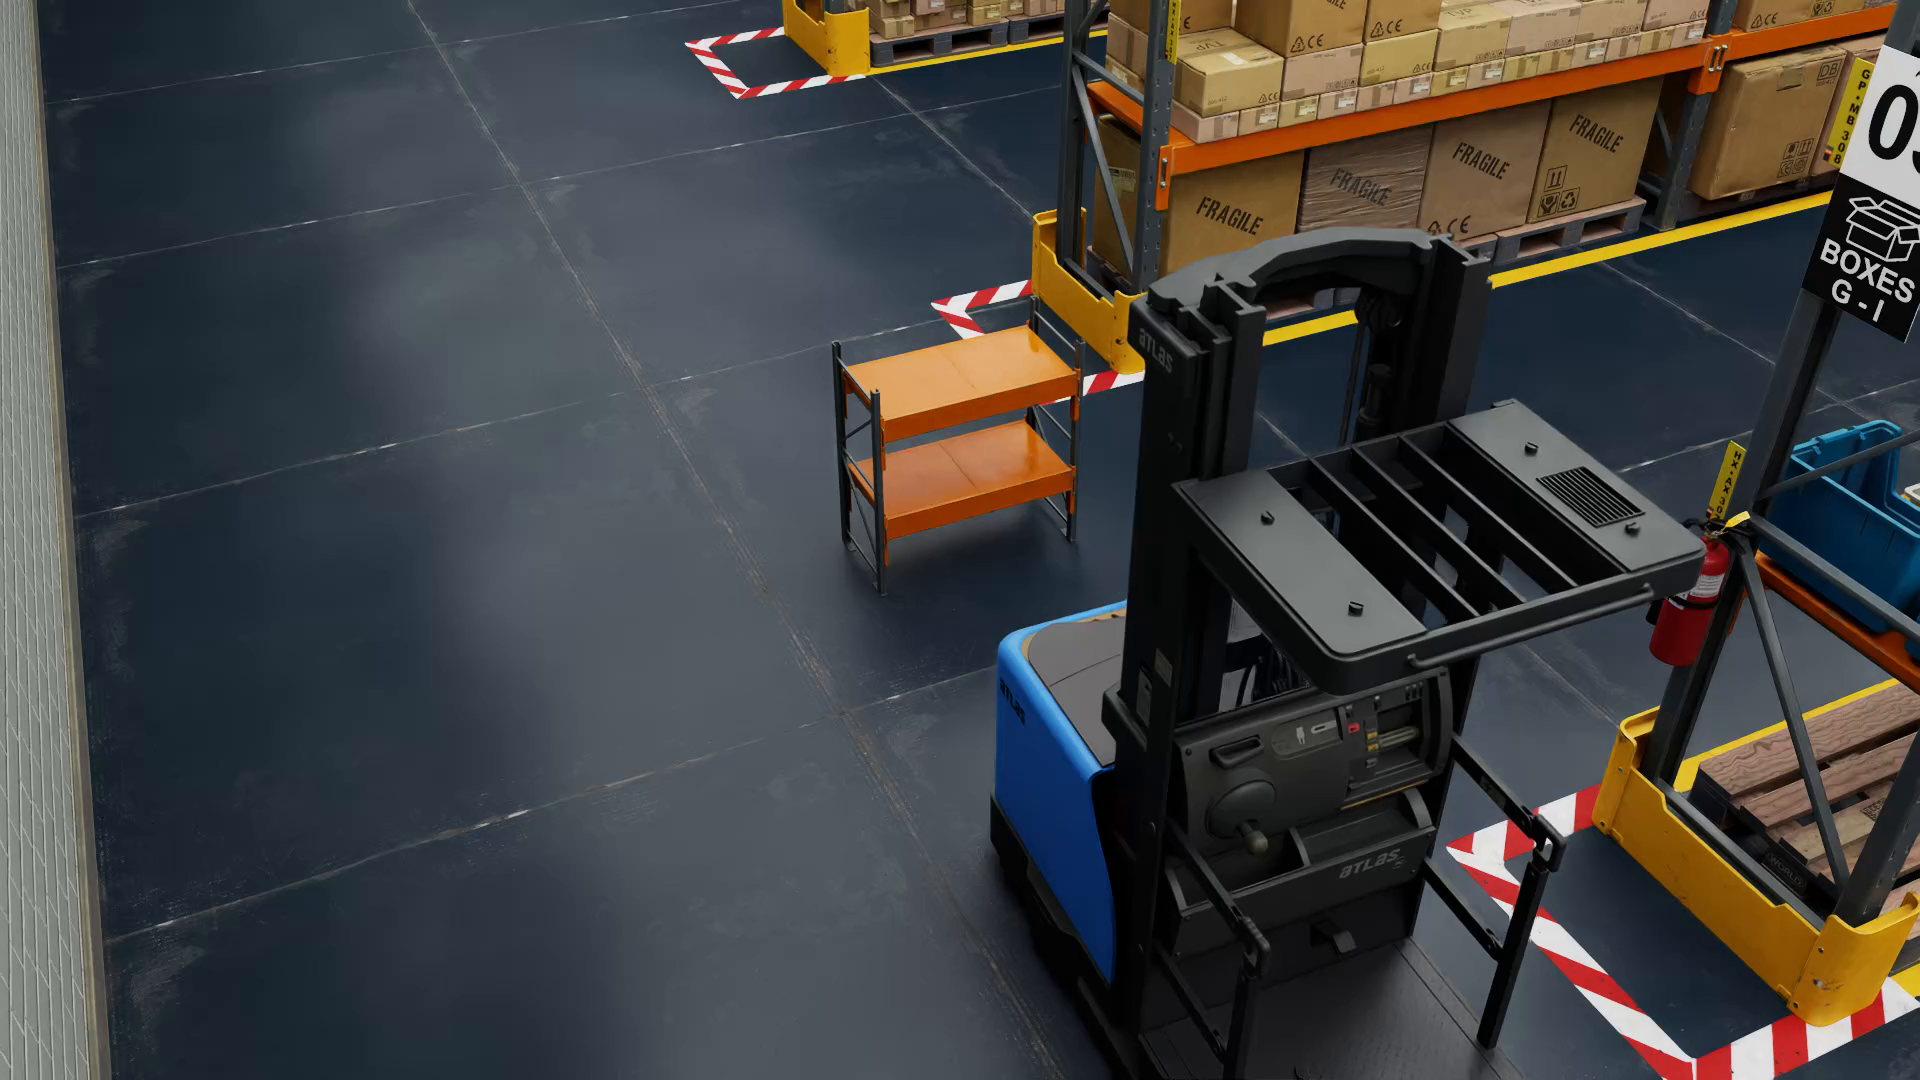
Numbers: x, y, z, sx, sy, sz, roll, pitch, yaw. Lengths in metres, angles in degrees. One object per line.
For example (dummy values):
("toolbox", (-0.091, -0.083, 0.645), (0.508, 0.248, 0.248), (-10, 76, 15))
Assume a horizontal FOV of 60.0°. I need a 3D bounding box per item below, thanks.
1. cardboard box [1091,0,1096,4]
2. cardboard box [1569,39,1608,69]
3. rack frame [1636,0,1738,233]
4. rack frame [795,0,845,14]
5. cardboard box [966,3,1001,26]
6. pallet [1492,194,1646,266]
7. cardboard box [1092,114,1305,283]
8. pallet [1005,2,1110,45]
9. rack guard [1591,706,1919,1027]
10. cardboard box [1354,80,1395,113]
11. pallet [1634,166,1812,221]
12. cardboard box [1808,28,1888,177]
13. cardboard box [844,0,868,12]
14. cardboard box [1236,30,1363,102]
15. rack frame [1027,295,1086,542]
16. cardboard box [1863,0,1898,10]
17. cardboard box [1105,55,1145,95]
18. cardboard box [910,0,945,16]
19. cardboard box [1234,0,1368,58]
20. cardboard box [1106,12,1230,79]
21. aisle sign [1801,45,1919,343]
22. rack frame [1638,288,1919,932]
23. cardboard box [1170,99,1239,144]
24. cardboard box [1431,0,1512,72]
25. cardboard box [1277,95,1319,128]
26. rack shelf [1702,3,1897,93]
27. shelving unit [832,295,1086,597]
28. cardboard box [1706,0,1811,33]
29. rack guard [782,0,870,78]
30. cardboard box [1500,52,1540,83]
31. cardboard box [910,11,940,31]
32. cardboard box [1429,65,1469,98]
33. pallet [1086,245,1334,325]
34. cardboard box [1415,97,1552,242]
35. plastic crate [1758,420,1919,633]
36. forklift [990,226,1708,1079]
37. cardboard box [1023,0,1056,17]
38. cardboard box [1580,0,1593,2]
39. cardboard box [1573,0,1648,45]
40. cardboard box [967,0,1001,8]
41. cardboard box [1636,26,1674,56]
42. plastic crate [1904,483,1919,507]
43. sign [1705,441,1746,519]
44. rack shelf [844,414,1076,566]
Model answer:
("cardboard box", (1.041, -4.664, 14.061), (0.250, 0.149, 0.380), (-15, 39, -19))
("cardboard box", (3.633, -2.965, 9.940), (0.250, 0.149, 0.380), (-15, 39, -19))
("rack frame", (4.469, -3.515, 10.471), (0.127, 3.000, 1.000), (-16, 39, -20))
("rack frame", (-1.168, -5.203, 12.746), (0.127, 3.000, 1.000), (-16, 39, -20))
("cardboard box", (0.144, -4.369, 13.663), (0.250, 0.149, 0.380), (-15, 39, -19))
("pallet", (3.747, -2.244, 11.099), (1.213, 0.211, 1.003), (-16, 39, -20))
("cardboard box", (1.393, -2.023, 9.890), (0.875, 0.875, 0.875), (-16, 39, -20))
("pallet", (0.754, -4.595, 14.268), (1.213, 0.211, 1.003), (-16, 39, -20))
("rack guard", (2.936, 1.186, 6.231), (0.348, 0.500, 1.175), (-16, 39, -20))
("cardboard box", (2.238, -2.574, 9.414), (0.250, 0.149, 0.380), (-16, 40, -21))
("pallet", (5.135, -2.631, 11.620), (1.213, 0.211, 1.003), (-16, 39, -20))
("cardboard box", (5.848, -3.229, 11.517), (0.875, 0.875, 1.225), (-17, 40, -21))
("cardboard box", (-0.781, -4.472, 13.802), (0.250, 0.149, 0.380), (-15, 39, -19))
("cardboard box", (1.865, -2.672, 9.211), (0.500, 0.250, 0.500), (-16, 39, -20))
("rack frame", (0.454, -0.579, 8.086), (0.032, 1.125, 0.500), (-16, 39, -20))
("cardboard box", (5.899, -3.791, 10.759), (0.500, 0.500, 0.500), (-17, 40, -21))
("cardboard box", (1.030, -2.669, 9.541), (0.250, 0.149, 0.380), (-15, 39, -19))
("cardboard box", (-0.313, -4.379, 13.427), (0.250, 0.149, 0.380), (-16, 39, -20))
("cardboard box", (1.849, -2.965, 8.976), (0.500, 0.500, 0.500), (-17, 40, -21))
("cardboard box", (1.173, -2.827, 9.420), (0.500, 0.250, 0.500), (-16, 40, -21))
("aisle sign", (2.762, -1.015, 4.918), (0.004, 0.787, 0.394), (-16, 39, -20))
("rack frame", (2.952, 0.169, 5.504), (0.127, 3.000, 1.000), (-16, 39, -20))
("cardboard box", (1.309, -2.313, 9.062), (0.250, 0.149, 0.380), (-15, 39, -19))
("cardboard box", (2.791, -2.933, 9.562), (0.500, 0.250, 0.500), (-16, 40, -21))
("cardboard box", (1.772, -2.444, 9.238), (0.250, 0.149, 0.380), (-17, 40, -21))
("rack shelf", (6.279, -3.732, 11.368), (4.000, 0.370, 1.077), (-16, 39, -20))
("shelving unit", (-0.006, -0.450, 7.913), (1.048, 1.125, 0.538), (-16, 39, -20))
("cardboard box", (4.991, -3.536, 10.416), (0.500, 0.500, 0.500), (-15, 39, -20))
("rack guard", (-1.100, -4.218, 13.517), (0.348, 0.500, 1.175), (-16, 39, -20))
("cardboard box", (3.169, -2.834, 9.764), (0.250, 0.149, 0.380), (-16, 40, -21))
("cardboard box", (-0.356, -4.297, 13.566), (0.250, 0.149, 0.380), (-16, 39, -20))
("cardboard box", (2.701, -2.703, 9.588), (0.250, 0.149, 0.380), (-17, 40, -21))
("pallet", (1.538, -1.627, 10.266), (1.213, 0.211, 1.003), (-16, 39, -20))
("cardboard box", (3.022, -2.478, 10.504), (0.875, 0.875, 0.875), (-16, 39, -20))
("plastic crate", (3.176, -0.055, 5.726), (0.499, 0.435, 0.616), (-16, 39, -20))
("forklift", (1.158, 0.723, 4.815), (1.130, 2.935, 3.031), (-14, 39, -18))
("cardboard box", (0.597, -4.501, 13.841), (0.250, 0.149, 0.380), (-18, 40, -22))
("cardboard box", (3.711, -3.490, 9.684), (0.500, 0.500, 0.500), (-15, 39, -19))
("cardboard box", (3.713, -3.188, 9.907), (0.500, 0.250, 0.500), (-14, 39, -19))
("cardboard box", (0.149, -4.495, 13.583), (0.250, 0.149, 0.380), (-14, 39, -19))
("cardboard box", (4.098, -3.094, 10.115), (0.250, 0.149, 0.380), (-15, 39, -19))
("plastic crate", (3.613, -0.053, 5.975), (0.243, 0.136, 0.396), (-16, 39, -20))
("sign", (2.704, -0.189, 5.850), (0.005, 0.325, 0.100), (-16, 39, -20))
("rack shelf", (-0.006, -0.254, 8.058), (1.000, 0.278, 0.538), (-16, 39, -20))
